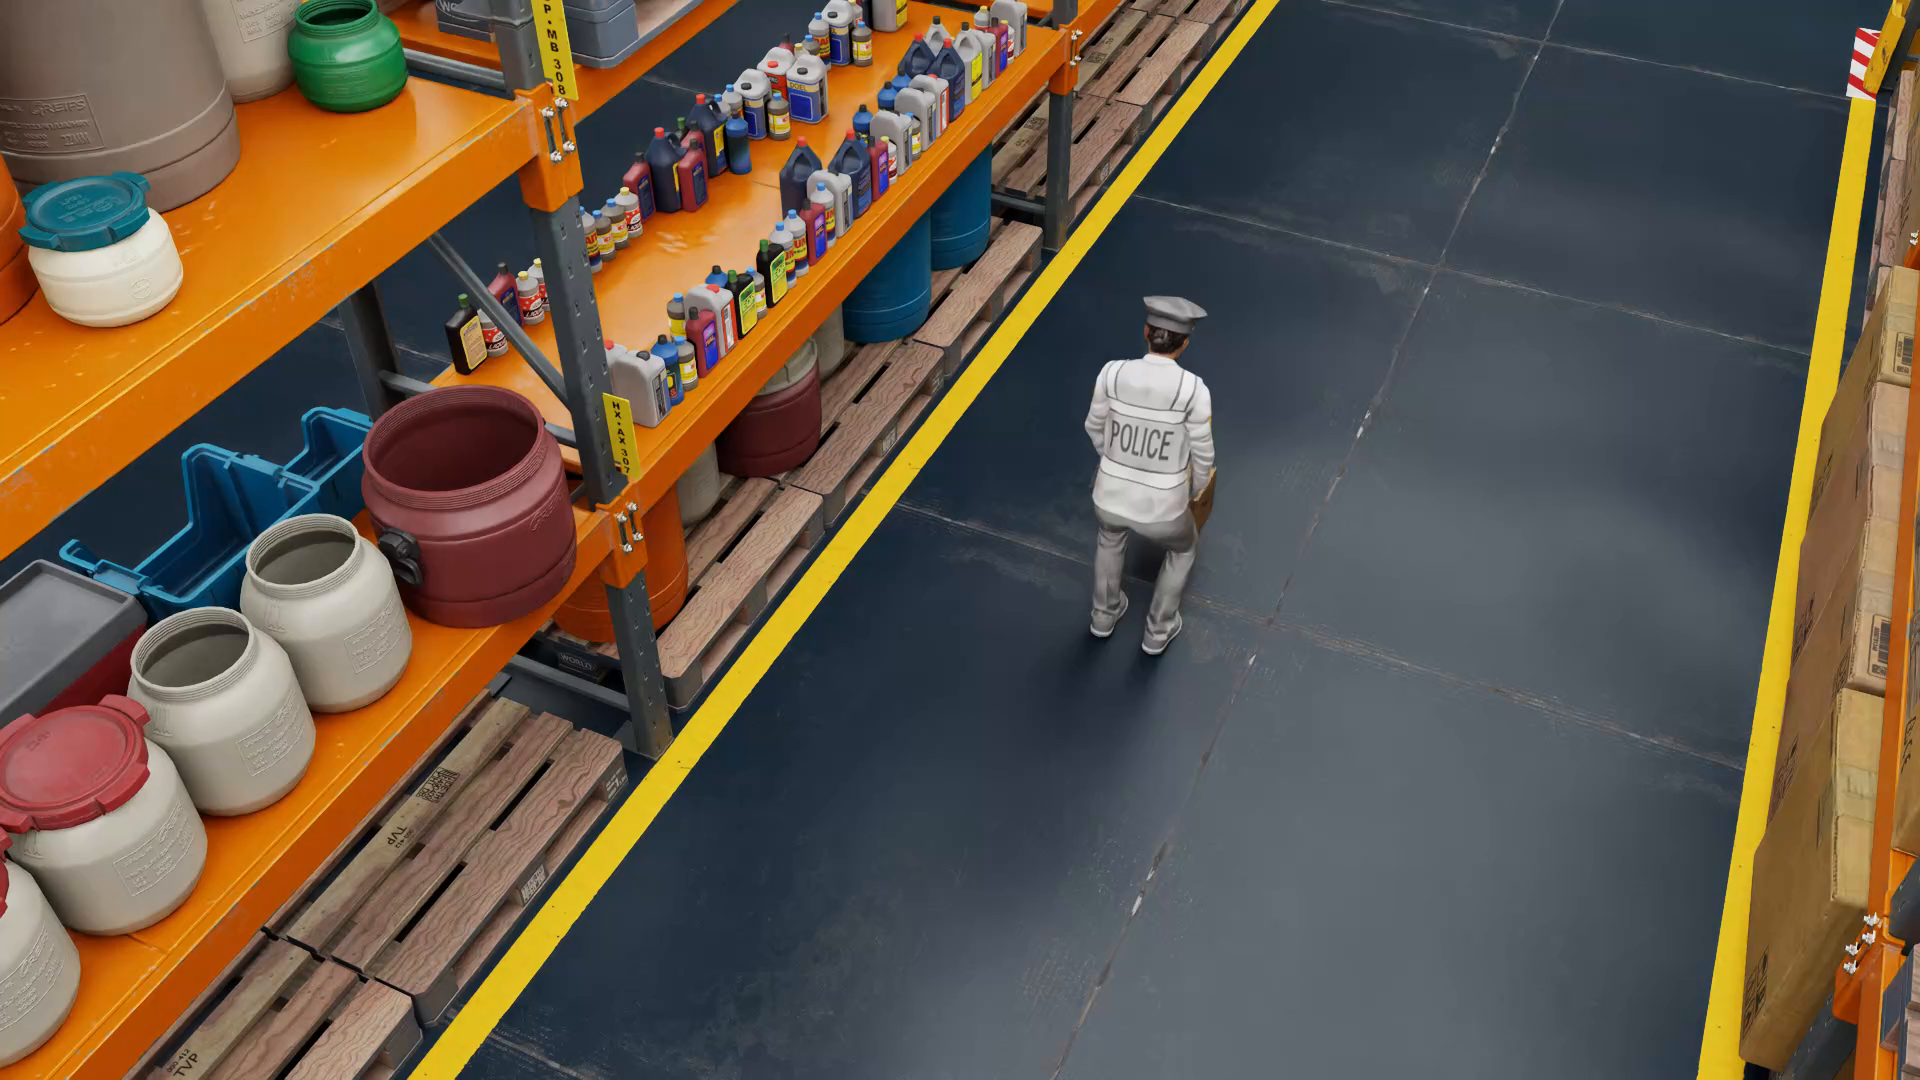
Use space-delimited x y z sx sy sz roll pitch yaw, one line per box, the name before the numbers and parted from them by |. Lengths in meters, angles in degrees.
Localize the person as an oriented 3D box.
person | 0.723 -0.233 6.532 0.526 1.522 0.591 18 45 19
